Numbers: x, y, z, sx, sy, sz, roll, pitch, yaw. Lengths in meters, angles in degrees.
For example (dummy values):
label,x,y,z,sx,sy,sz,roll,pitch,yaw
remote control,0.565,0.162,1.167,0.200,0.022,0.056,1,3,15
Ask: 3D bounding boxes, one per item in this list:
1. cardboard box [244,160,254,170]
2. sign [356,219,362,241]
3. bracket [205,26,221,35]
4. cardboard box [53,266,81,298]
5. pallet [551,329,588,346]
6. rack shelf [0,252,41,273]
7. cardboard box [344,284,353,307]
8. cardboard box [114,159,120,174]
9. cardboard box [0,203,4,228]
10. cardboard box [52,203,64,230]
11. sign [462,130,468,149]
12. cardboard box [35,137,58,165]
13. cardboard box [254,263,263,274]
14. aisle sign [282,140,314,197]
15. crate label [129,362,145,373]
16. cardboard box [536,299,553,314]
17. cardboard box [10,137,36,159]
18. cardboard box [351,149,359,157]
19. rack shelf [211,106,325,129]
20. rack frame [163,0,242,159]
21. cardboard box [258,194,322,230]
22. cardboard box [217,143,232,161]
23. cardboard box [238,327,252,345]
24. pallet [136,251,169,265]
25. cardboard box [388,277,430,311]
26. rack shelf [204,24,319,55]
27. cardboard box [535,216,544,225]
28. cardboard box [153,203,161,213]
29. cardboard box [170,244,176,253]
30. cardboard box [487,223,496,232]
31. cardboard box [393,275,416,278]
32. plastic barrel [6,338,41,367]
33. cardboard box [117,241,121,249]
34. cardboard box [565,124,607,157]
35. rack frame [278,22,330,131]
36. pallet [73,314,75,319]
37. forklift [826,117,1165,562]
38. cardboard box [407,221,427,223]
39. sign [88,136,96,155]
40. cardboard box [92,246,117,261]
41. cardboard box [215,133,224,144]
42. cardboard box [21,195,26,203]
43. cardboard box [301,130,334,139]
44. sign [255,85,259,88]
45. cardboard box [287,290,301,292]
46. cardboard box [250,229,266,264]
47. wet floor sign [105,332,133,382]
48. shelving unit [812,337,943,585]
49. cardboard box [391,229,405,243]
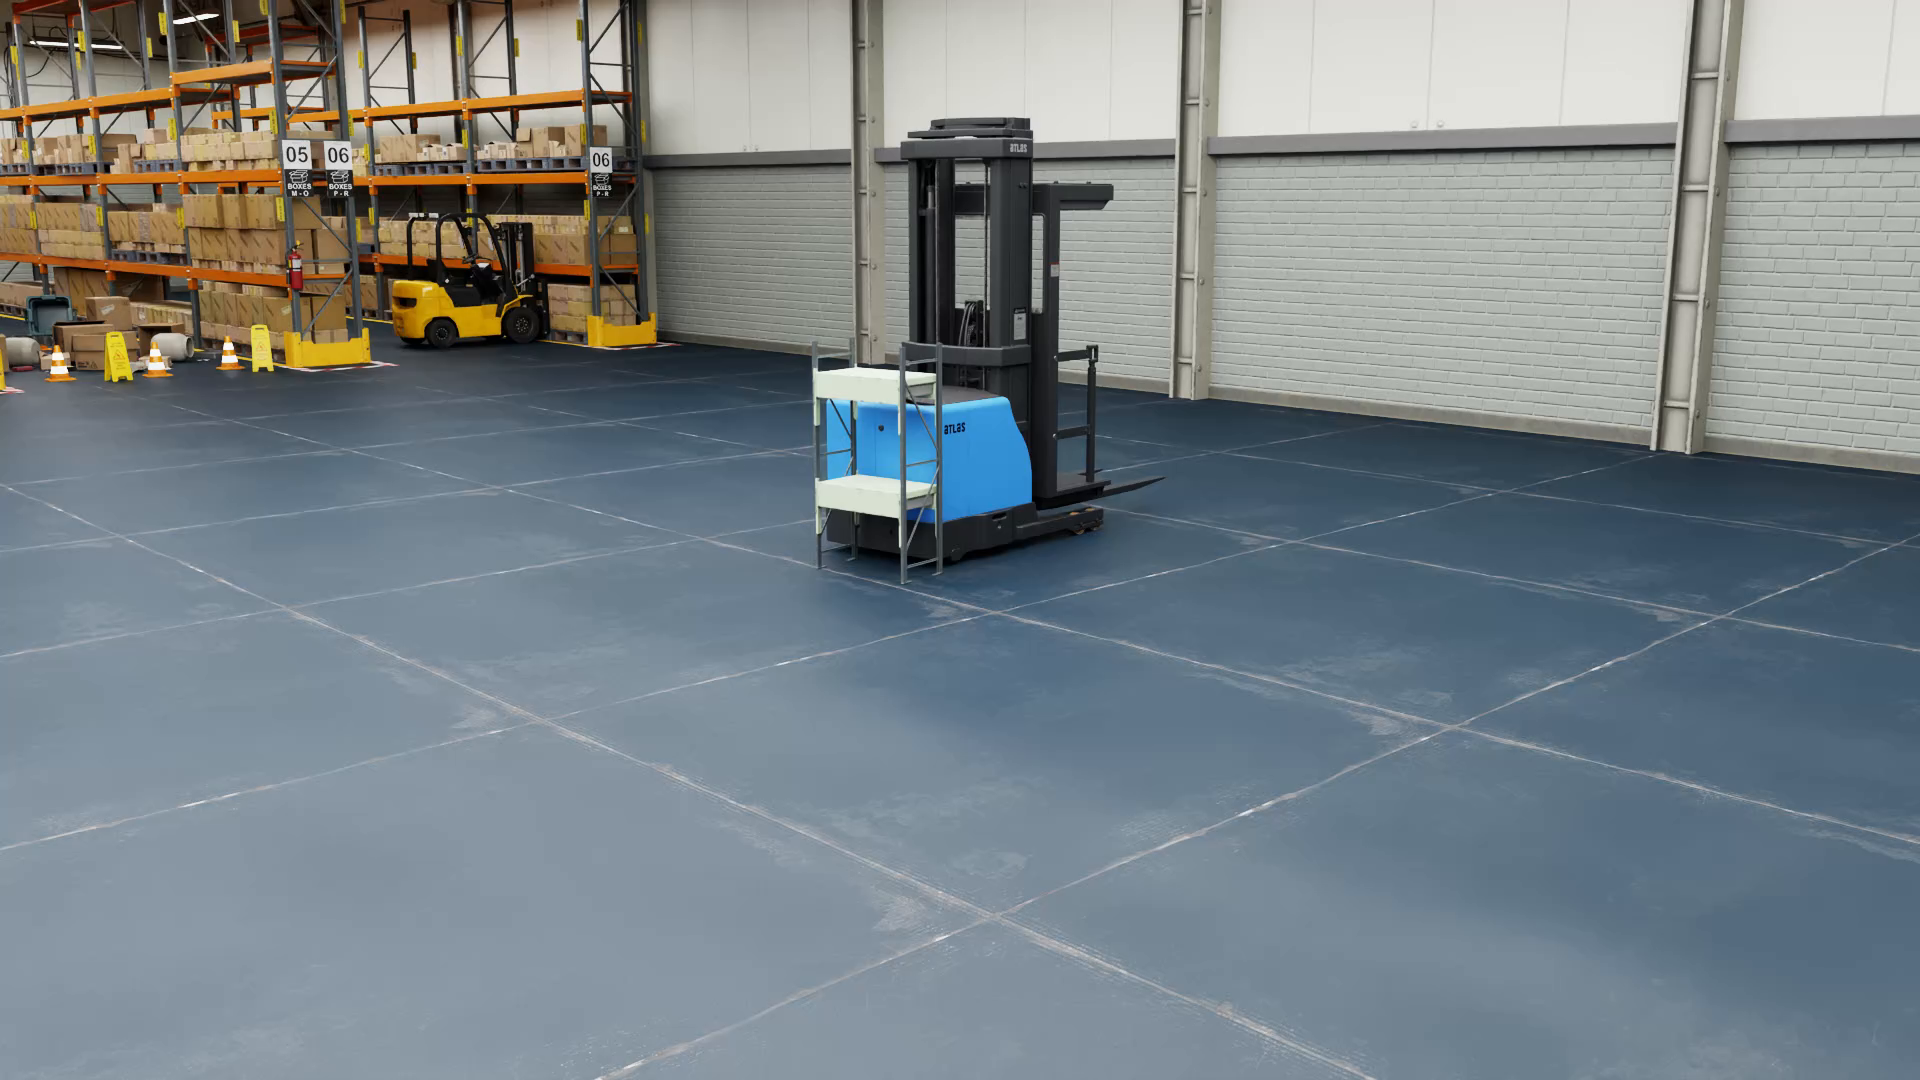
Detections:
label,x,y,z,sx,sy,sz,roll,pitch,yaw
cardboard box,-10.370,-5.557,24.640,0.380,0.149,0.250,-11,16,-43
sign,-8.841,-4.546,24.399,0.100,0.325,0.005,-11,16,-43
bracket,-17.876,-12.184,39.830,0.235,0.232,0.430,-11,16,-43
cardboard box,-17.035,-4.884,32.407,0.875,0.875,0.875,-10,15,-41
pallet,-6.205,-3.479,28.274,1.003,0.211,1.213,-11,16,-43
rack shelf,-18.902,-5.738,34.109,1.077,0.370,4.000,-11,16,-43
cardboard box,-12.320,-5.070,34.241,0.500,0.500,0.500,-10,15,-40
cardboard box,-14.488,-6.511,28.978,0.396,0.266,0.258,-11,16,-43
cardboard box,-19.435,-6.662,34.089,0.500,0.500,0.500,-11,16,-43
cardboard box,-16.709,-6.088,31.304,0.500,0.500,0.500,11,16,44
sign,-8.794,-7.122,29.552,0.100,0.325,0.005,-11,16,-43
cardboard box,-17.122,-7.353,31.444,0.500,0.500,0.500,-11,16,-44
cardboard box,-10.263,-4.044,24.728,0.380,0.149,0.250,-11,16,-42
aisle sign,-9.401,-5.270,23.617,0.394,0.787,0.004,-11,16,-43
crate label,-11.619,-2.429,23.364,0.298,0.136,0.250,3,12,16
cardboard box,-6.919,-4.017,28.512,0.500,0.250,0.500,-11,16,-44
cardboard box,-18.475,-7.765,33.188,0.797,0.503,0.637,-9,15,-38
cardboard box,-11.948,-7.737,33.244,0.250,0.149,0.380,11,16,43
rack shelf,-15.315,-9.366,36.864,1.077,0.370,4.000,-11,16,-43
rack frame,-11.996,-7.569,26.348,1.000,3.000,0.127,-11,16,-43
cardboard box,-9.744,-4.775,24.193,0.500,0.500,0.700,11,16,44
cardboard box,-10.841,-5.847,25.060,0.500,0.250,0.500,-11,16,-42
cardboard box,-10.704,-3.138,25.484,0.500,0.250,0.500,11,16,43
pallet,-13.362,-4.837,28.431,1.003,0.211,1.213,-11,16,-43
cardboard box,-10.750,-4.856,32.893,0.875,0.625,0.625,-10,15,-41
rack shelf,-15.315,-10.996,36.529,1.077,0.370,4.000,-11,16,-43
cardboard box,-7.000,-5.446,28.321,0.380,0.149,0.250,-10,16,-41
cardboard box,-13.170,-5.520,27.637,0.250,0.149,0.380,11,16,43
cardboard box,-12.720,-4.791,27.313,0.250,0.149,0.380,11,16,43
cardboard box,-8.199,-5.569,29.651,0.380,0.149,0.250,-10,16,-41
cardboard box,-11.306,-5.325,33.871,0.380,0.149,0.250,-10,15,-40
plastic barrel,-13.614,-2.712,24.027,0.512,0.421,0.421,-1,12,-4
cardboard box,-14.668,-5.224,29.414,0.250,0.149,0.380,11,16,42
cardboard box,-6.128,-6.542,27.263,0.500,0.500,0.500,-10,15,-41
rack frame,-13.933,-9.429,35.375,1.000,3.000,0.127,-11,16,-43
pallet,-16.933,-4.330,32.406,1.003,0.211,1.213,-11,16,-43
forklift,0.407,-1.532,12.085,1.130,2.935,3.031,10,15,39
cardboard box,-10.398,-6.044,31.959,0.380,0.149,0.250,-11,16,-42
sign,-15.165,-6.899,29.054,0.100,0.325,0.005,-11,16,-43
cardboard box,-15.295,-5.178,29.984,0.500,0.250,0.500,11,16,43
cardboard box,-11.076,-6.093,25.266,0.380,0.149,0.250,-11,16,-43
cardboard box,-18.420,-6.781,33.057,0.380,0.149,0.250,-11,16,-43
cardboard box,-9.332,-5.864,24.151,0.380,0.149,0.250,-11,16,-43
sign,-16.280,-10.622,38.459,0.100,0.325,0.005,-11,16,-43
cardboard box,-10.688,-3.659,26.155,0.500,0.500,0.500,-10,15,-40
cardboard box,-10.150,-4.356,24.635,0.500,0.500,0.500,-11,16,-42
wet floor sign,-11.292,-2.461,22.256,0.232,0.644,0.267,8,14,35
shelving unit,-0.534,-0.530,10.765,0.755,1.500,0.431,9,15,37
cardboard box,-10.696,-5.906,32.276,0.500,0.250,0.500,-10,15,-41
